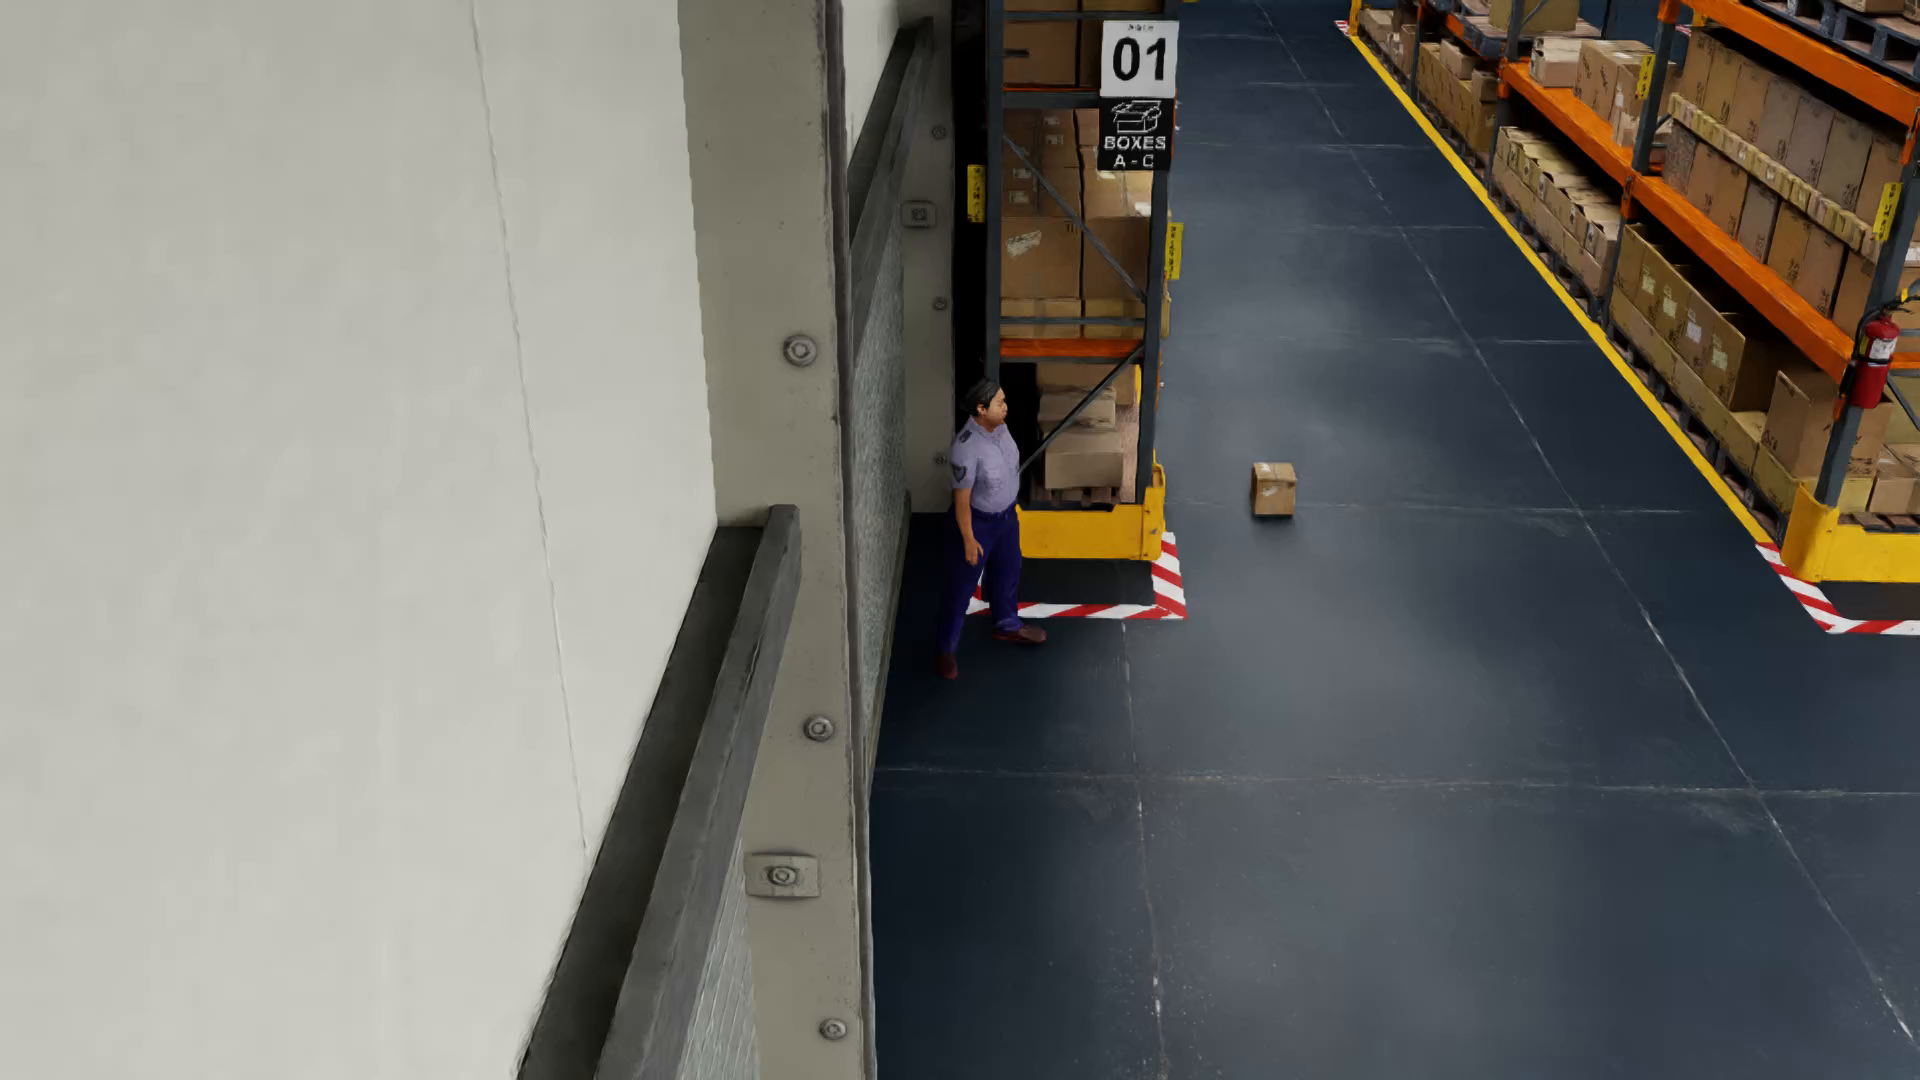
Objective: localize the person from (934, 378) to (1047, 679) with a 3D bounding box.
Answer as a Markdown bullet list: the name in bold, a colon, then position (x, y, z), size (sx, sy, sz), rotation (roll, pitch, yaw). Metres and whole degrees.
- **person**: position (0.131, -0.097, 8.776), size (0.454, 1.647, 0.672), rotation (17, 32, 28)
